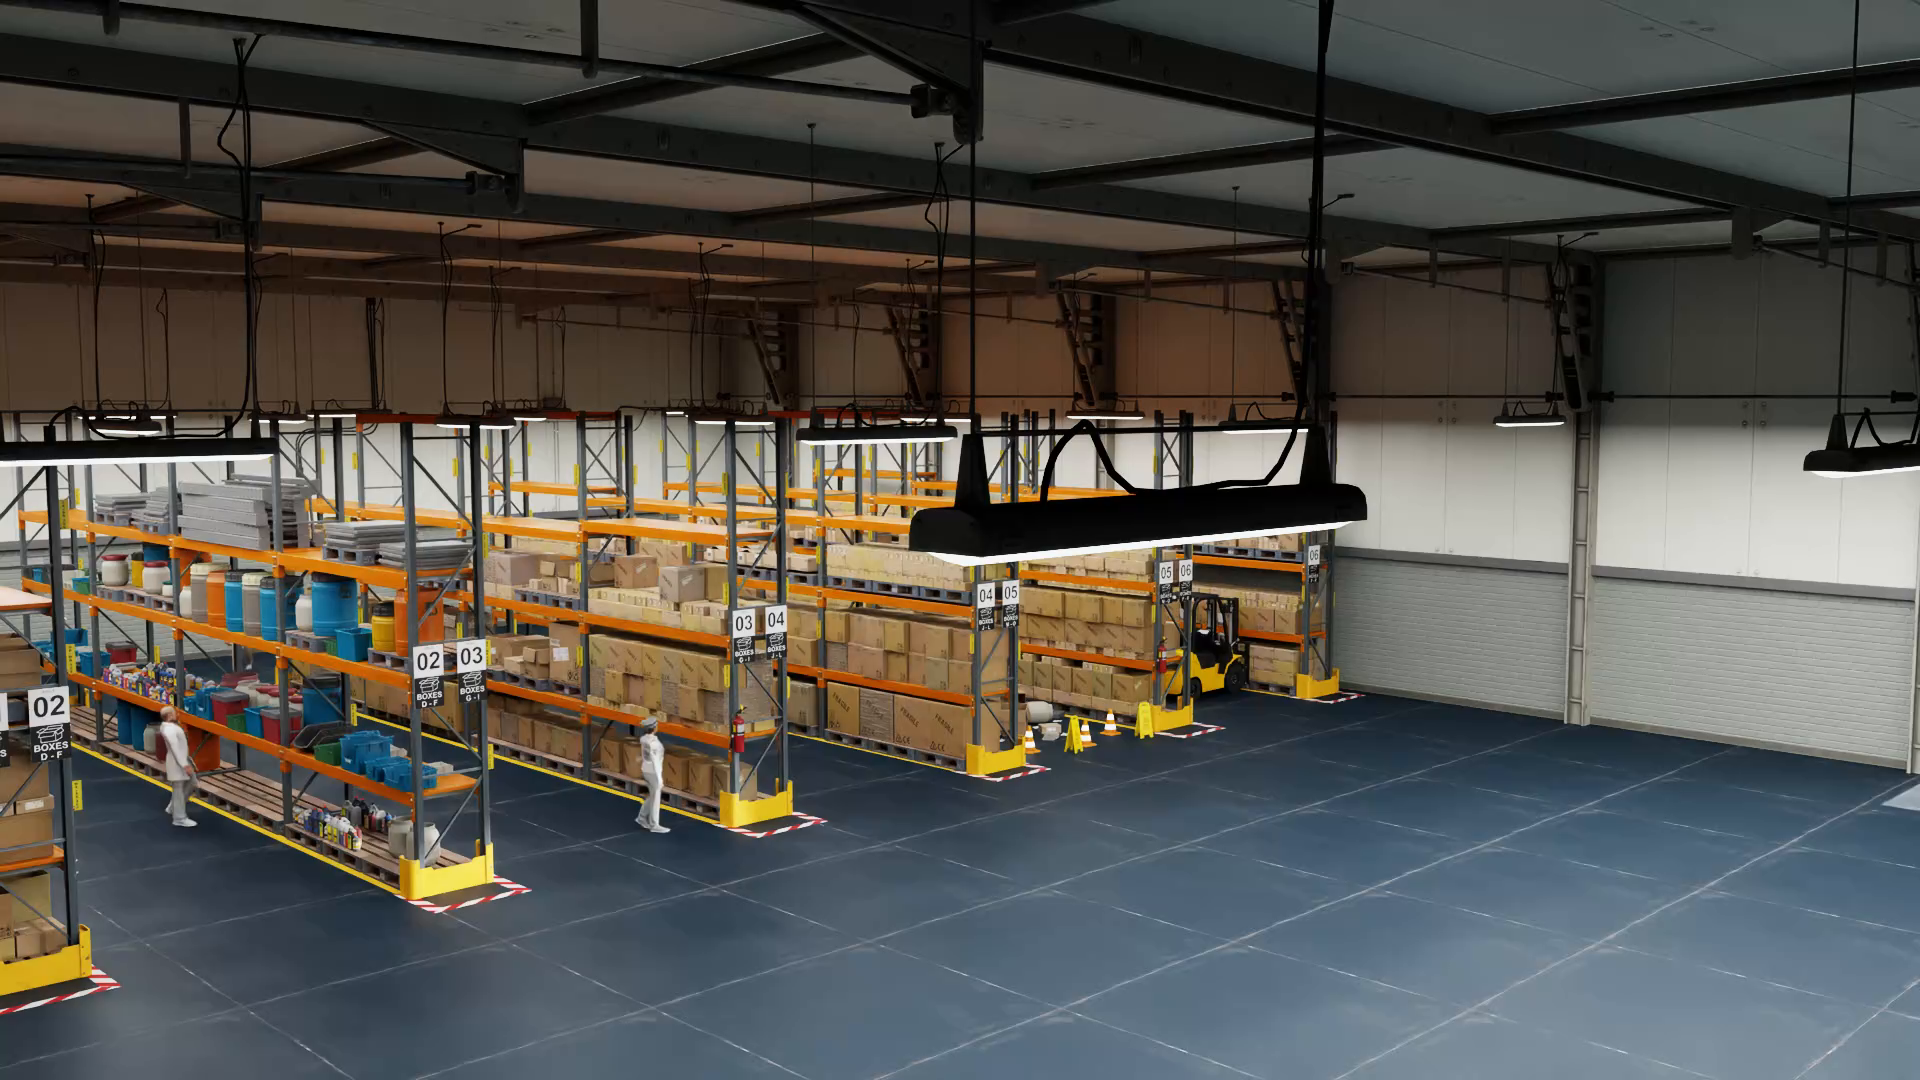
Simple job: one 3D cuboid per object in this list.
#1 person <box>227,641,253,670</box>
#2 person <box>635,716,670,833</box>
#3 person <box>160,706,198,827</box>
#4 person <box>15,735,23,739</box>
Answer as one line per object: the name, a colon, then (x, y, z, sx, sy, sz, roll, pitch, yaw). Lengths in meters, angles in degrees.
person: (-16.263, 2.218, 37.616, 0.612, 1.676, 1.045, -2, 5, -21)
person: (-4.467, 3.401, 24.169, 0.442, 1.699, 0.527, -2, 5, -19)
person: (-11.528, 3.320, 24.551, 0.538, 1.784, 0.680, -1, 5, -9)
person: (-13.728, 3.448, 24.111, 0.735, 1.558, 0.470, 3, 6, 33)
